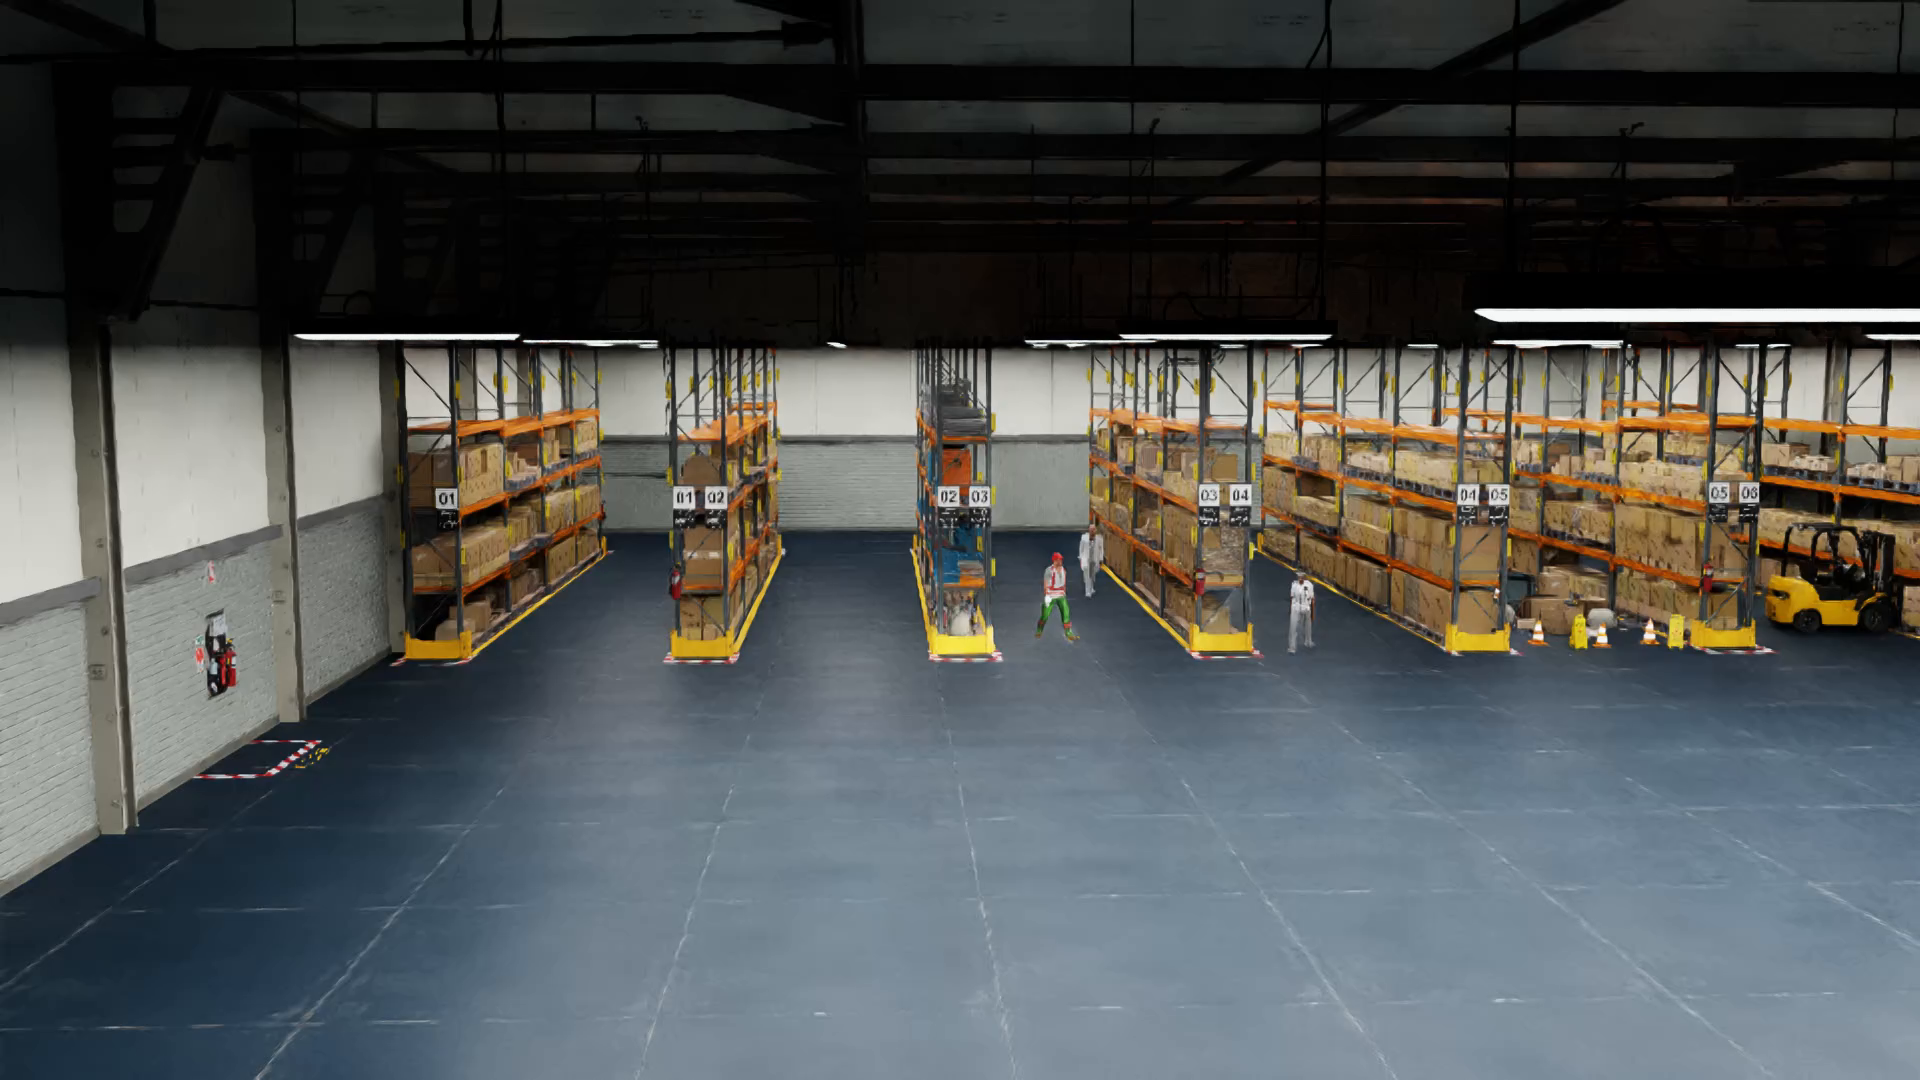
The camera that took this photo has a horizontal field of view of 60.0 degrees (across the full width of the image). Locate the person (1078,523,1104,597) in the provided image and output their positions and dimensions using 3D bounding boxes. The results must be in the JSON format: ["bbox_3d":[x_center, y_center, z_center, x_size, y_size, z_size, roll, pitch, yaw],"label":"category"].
[{"bbox_3d":[3.080,0.505,38.845,0.588,1.594,1.193,-1,7,-5],"label":"person"}]

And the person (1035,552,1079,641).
[{"bbox_3d":[1.892,1.112,32.965,0.581,1.761,0.948,-4,7,-28],"label":"person"}]

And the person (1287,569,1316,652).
[{"bbox_3d":[6.534,1.319,31.736,0.502,1.611,0.944,2,7,18],"label":"person"}]

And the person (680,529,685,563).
[{"bbox_3d":[-7.308,-0.188,44.713,0.426,1.662,0.498,-4,8,-31],"label":"person"}]

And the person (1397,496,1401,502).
[{"bbox_3d":[12.518,-0.487,47.692,0.568,1.582,0.538,-2,7,-15],"label":"person"}]
